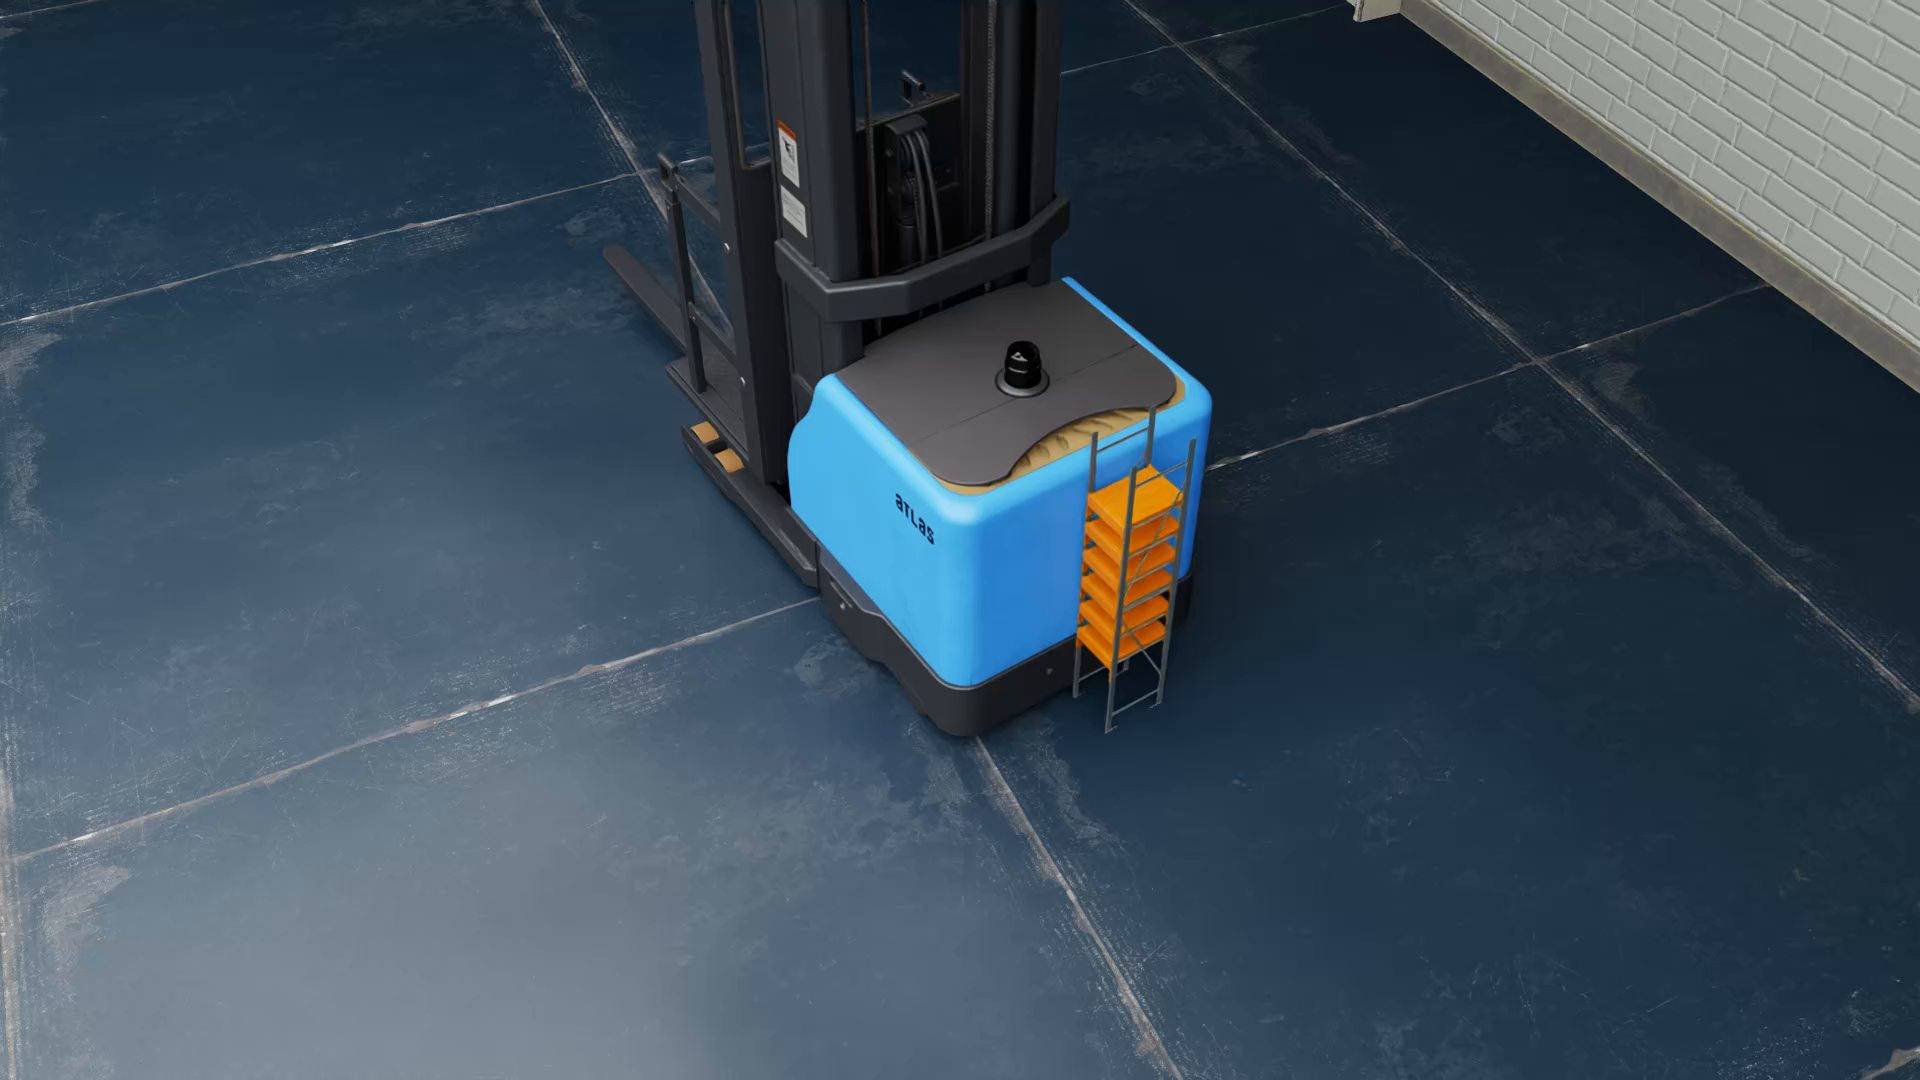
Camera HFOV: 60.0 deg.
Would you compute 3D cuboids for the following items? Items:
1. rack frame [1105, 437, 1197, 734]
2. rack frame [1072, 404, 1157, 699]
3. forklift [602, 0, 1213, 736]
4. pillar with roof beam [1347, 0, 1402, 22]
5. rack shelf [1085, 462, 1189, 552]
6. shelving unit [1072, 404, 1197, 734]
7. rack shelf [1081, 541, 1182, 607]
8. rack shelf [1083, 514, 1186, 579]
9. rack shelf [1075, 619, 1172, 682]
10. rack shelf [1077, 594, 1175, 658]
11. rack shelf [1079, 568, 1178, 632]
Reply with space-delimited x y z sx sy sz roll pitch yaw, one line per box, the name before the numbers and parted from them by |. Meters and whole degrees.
rack frame | 0.588 0.176 5.217 0.240 1.200 0.006 -25 50 -23
rack frame | 0.486 0.070 5.325 0.240 1.200 0.006 -25 50 -23
forklift | -0.431 -1.401 5.583 1.130 2.935 3.031 -25 50 -23
pillar with roof beam | -1.663 -4.945 4.854 9.100 9.000 0.400 -18 47 -17
rack shelf | 0.537 -0.102 5.049 0.258 0.103 0.180 -25 50 -23
shelving unit | 0.537 0.123 5.271 0.258 1.200 0.189 -25 50 -23
rack shelf | 0.537 0.069 5.218 0.258 0.103 0.180 -25 50 -23
rack shelf | 0.537 -0.016 5.134 0.258 0.103 0.180 -25 50 -23
rack shelf | 0.537 0.325 5.471 0.258 0.103 0.180 -25 50 -23
rack shelf | 0.537 0.240 5.387 0.258 0.103 0.180 -25 50 -23
rack shelf | 0.537 0.155 5.302 0.258 0.103 0.180 -25 50 -23
